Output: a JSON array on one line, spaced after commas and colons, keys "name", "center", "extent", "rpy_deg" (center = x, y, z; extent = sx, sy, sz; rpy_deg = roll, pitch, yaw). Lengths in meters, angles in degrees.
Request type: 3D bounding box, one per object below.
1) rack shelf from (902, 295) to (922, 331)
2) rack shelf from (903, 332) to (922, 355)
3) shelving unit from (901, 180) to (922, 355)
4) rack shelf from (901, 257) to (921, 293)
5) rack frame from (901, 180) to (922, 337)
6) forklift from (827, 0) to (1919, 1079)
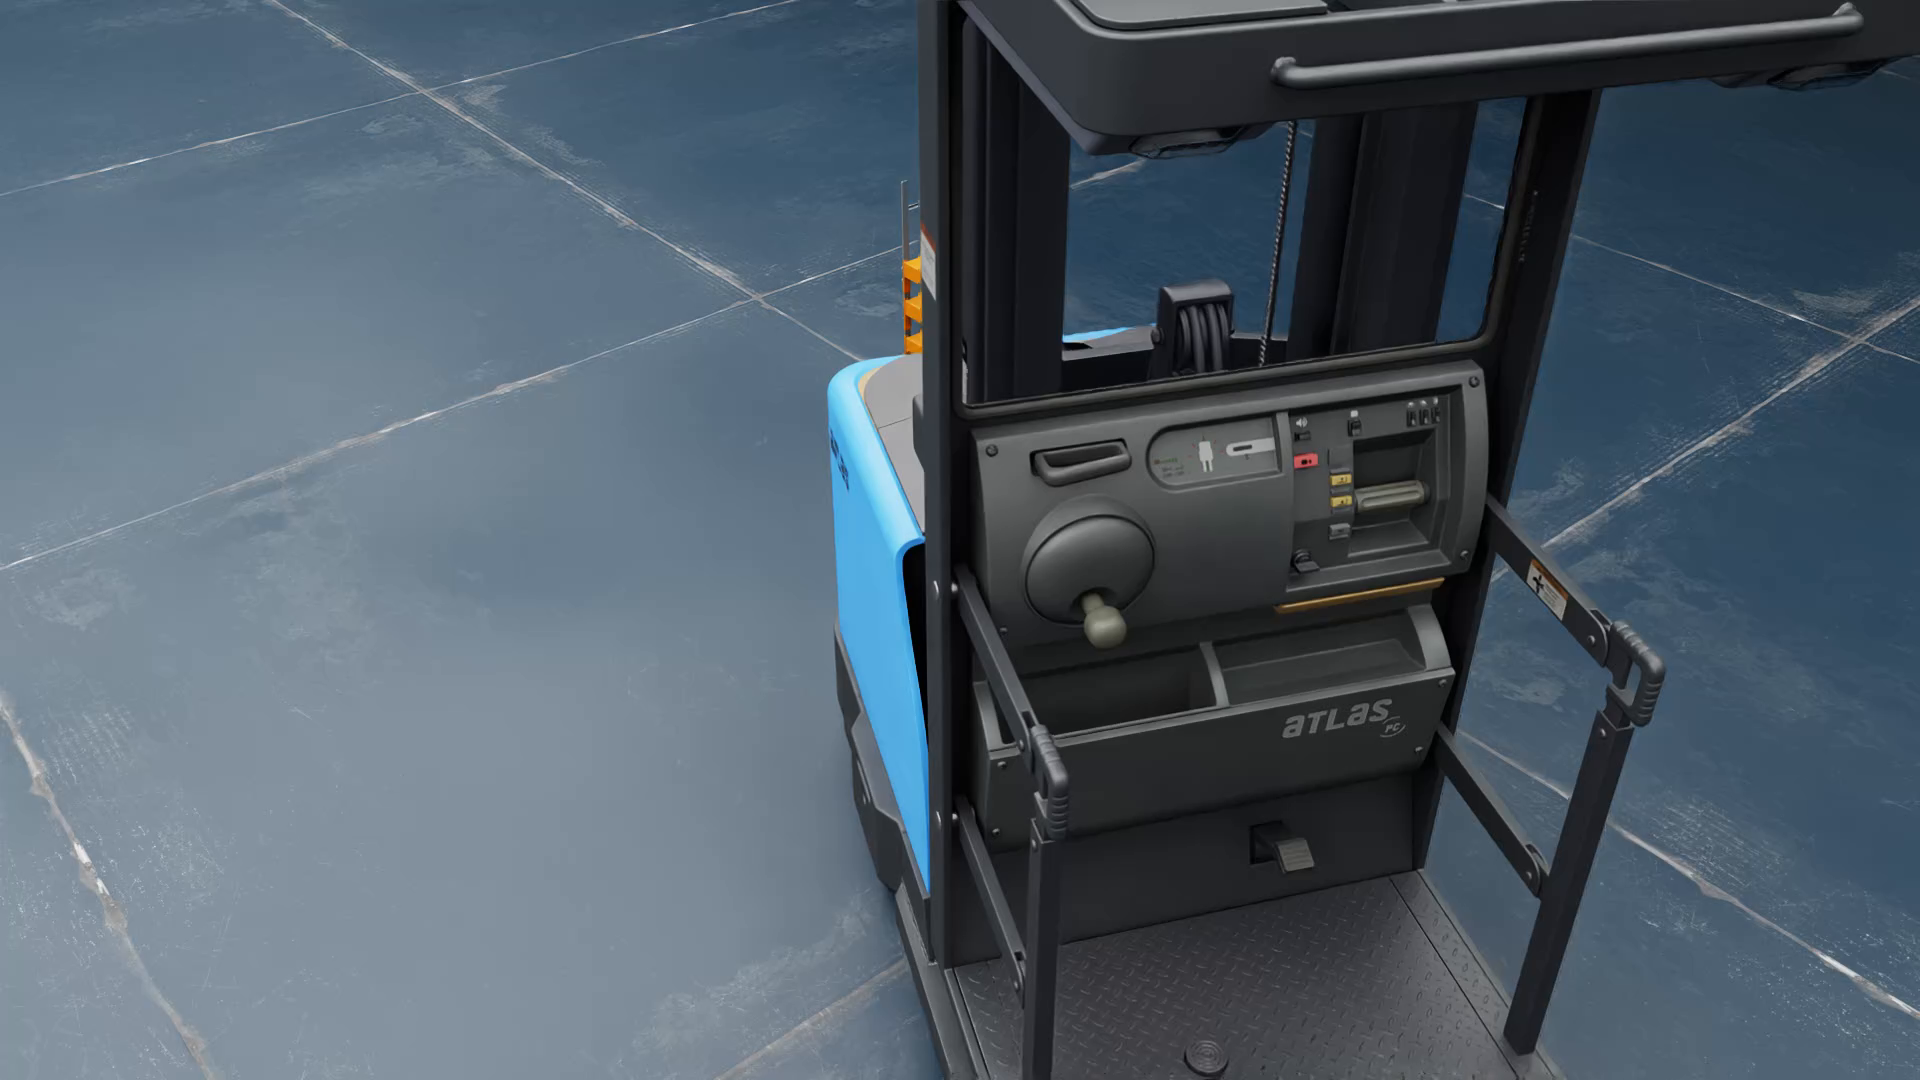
[{"name": "rack shelf", "center": [-0.009, -0.656, 4.799], "extent": [0.258, 0.103, 0.180], "rpy_deg": [-26, 43, -32]}, {"name": "rack shelf", "center": [-0.009, -0.558, 4.869], "extent": [0.258, 0.103, 0.180], "rpy_deg": [-26, 43, -32]}, {"name": "shelving unit", "center": [-0.009, -0.496, 4.912], "extent": [0.258, 1.200, 0.189], "rpy_deg": [-26, 43, -32]}, {"name": "rack shelf", "center": [-0.009, -0.754, 4.730], "extent": [0.258, 0.103, 0.180], "rpy_deg": [-26, 43, -32]}, {"name": "rack frame", "center": [-0.068, -0.536, 4.969], "extent": [0.240, 1.200, 0.006], "rpy_deg": [-26, 43, -32]}, {"name": "forklift", "center": [0.541, 0.005, 2.707], "extent": [1.130, 2.935, 3.031], "rpy_deg": [-9, 36, -12]}]
